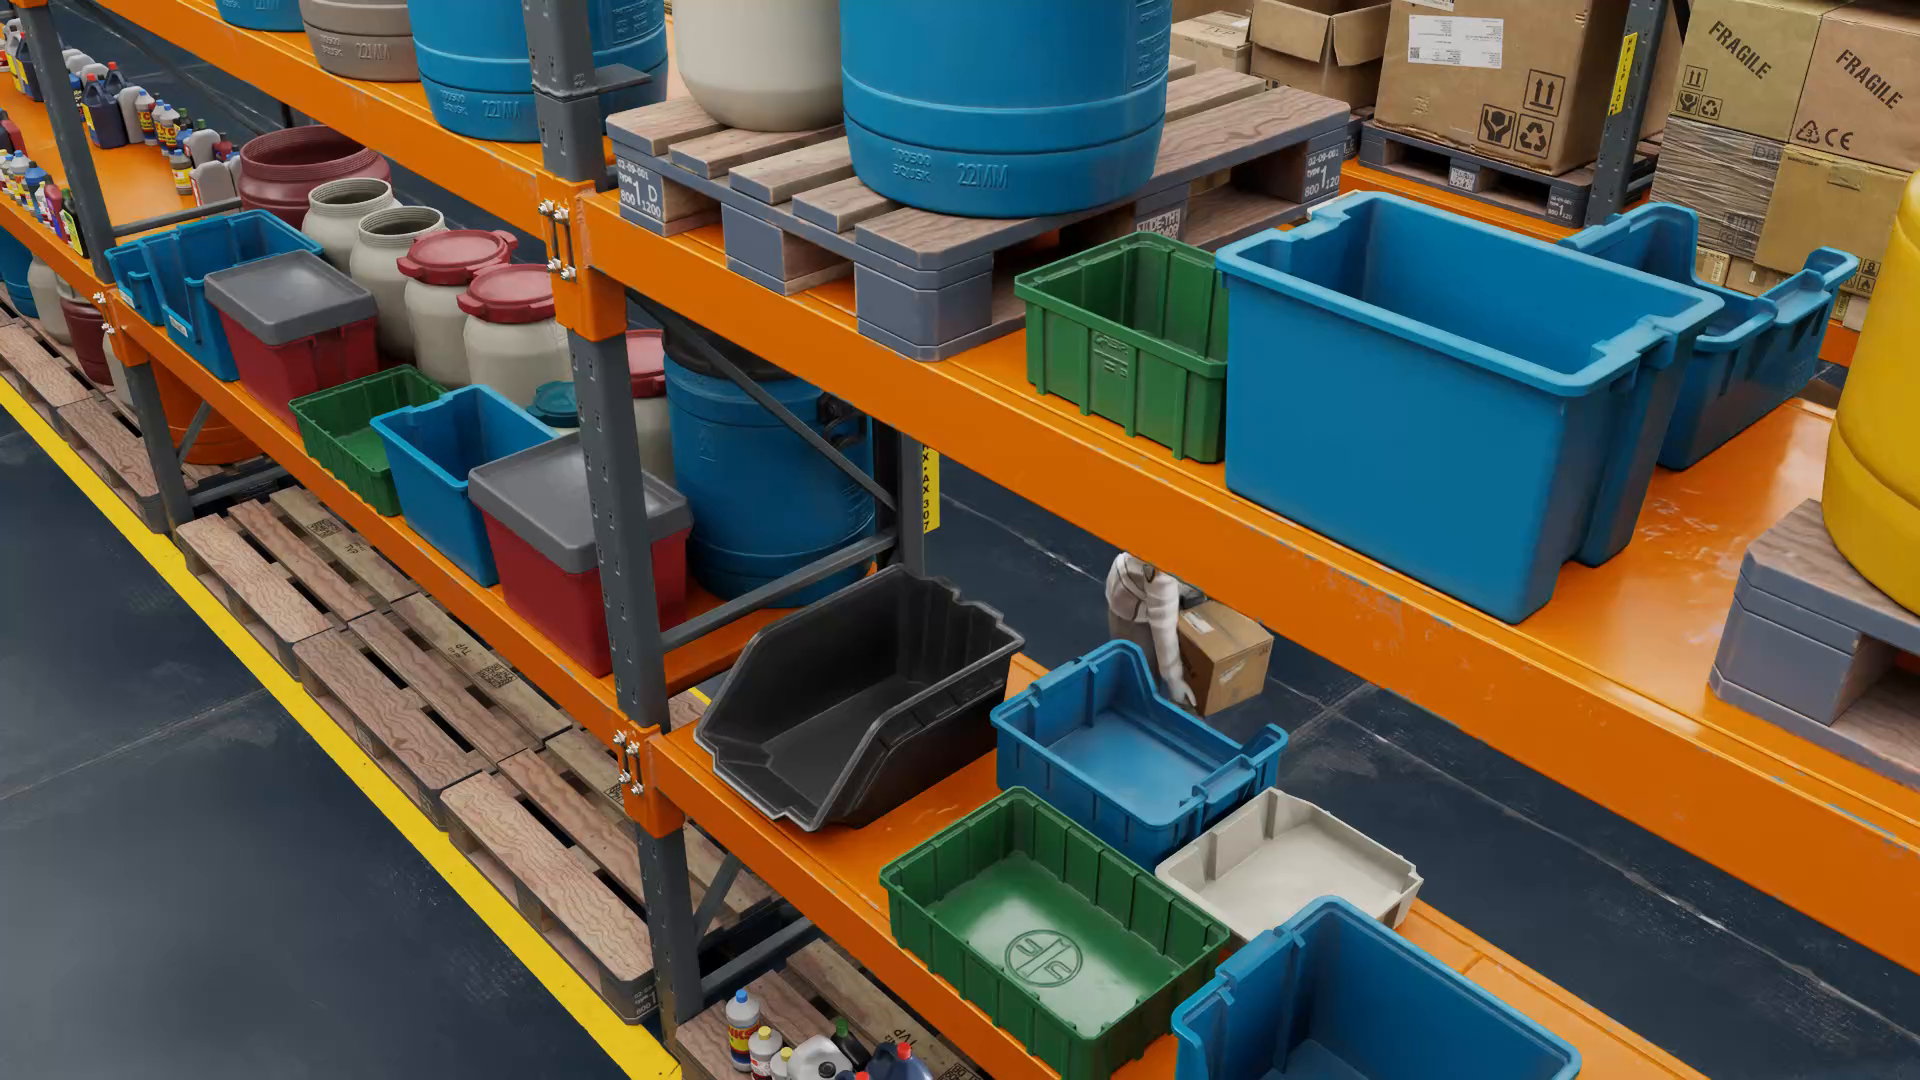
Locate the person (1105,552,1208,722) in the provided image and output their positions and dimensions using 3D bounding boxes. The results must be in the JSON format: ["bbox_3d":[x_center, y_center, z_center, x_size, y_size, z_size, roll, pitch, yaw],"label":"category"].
[{"bbox_3d":[0.756,0.319,5.682,0.411,1.611,0.581,-16,35,-24],"label":"person"}]
